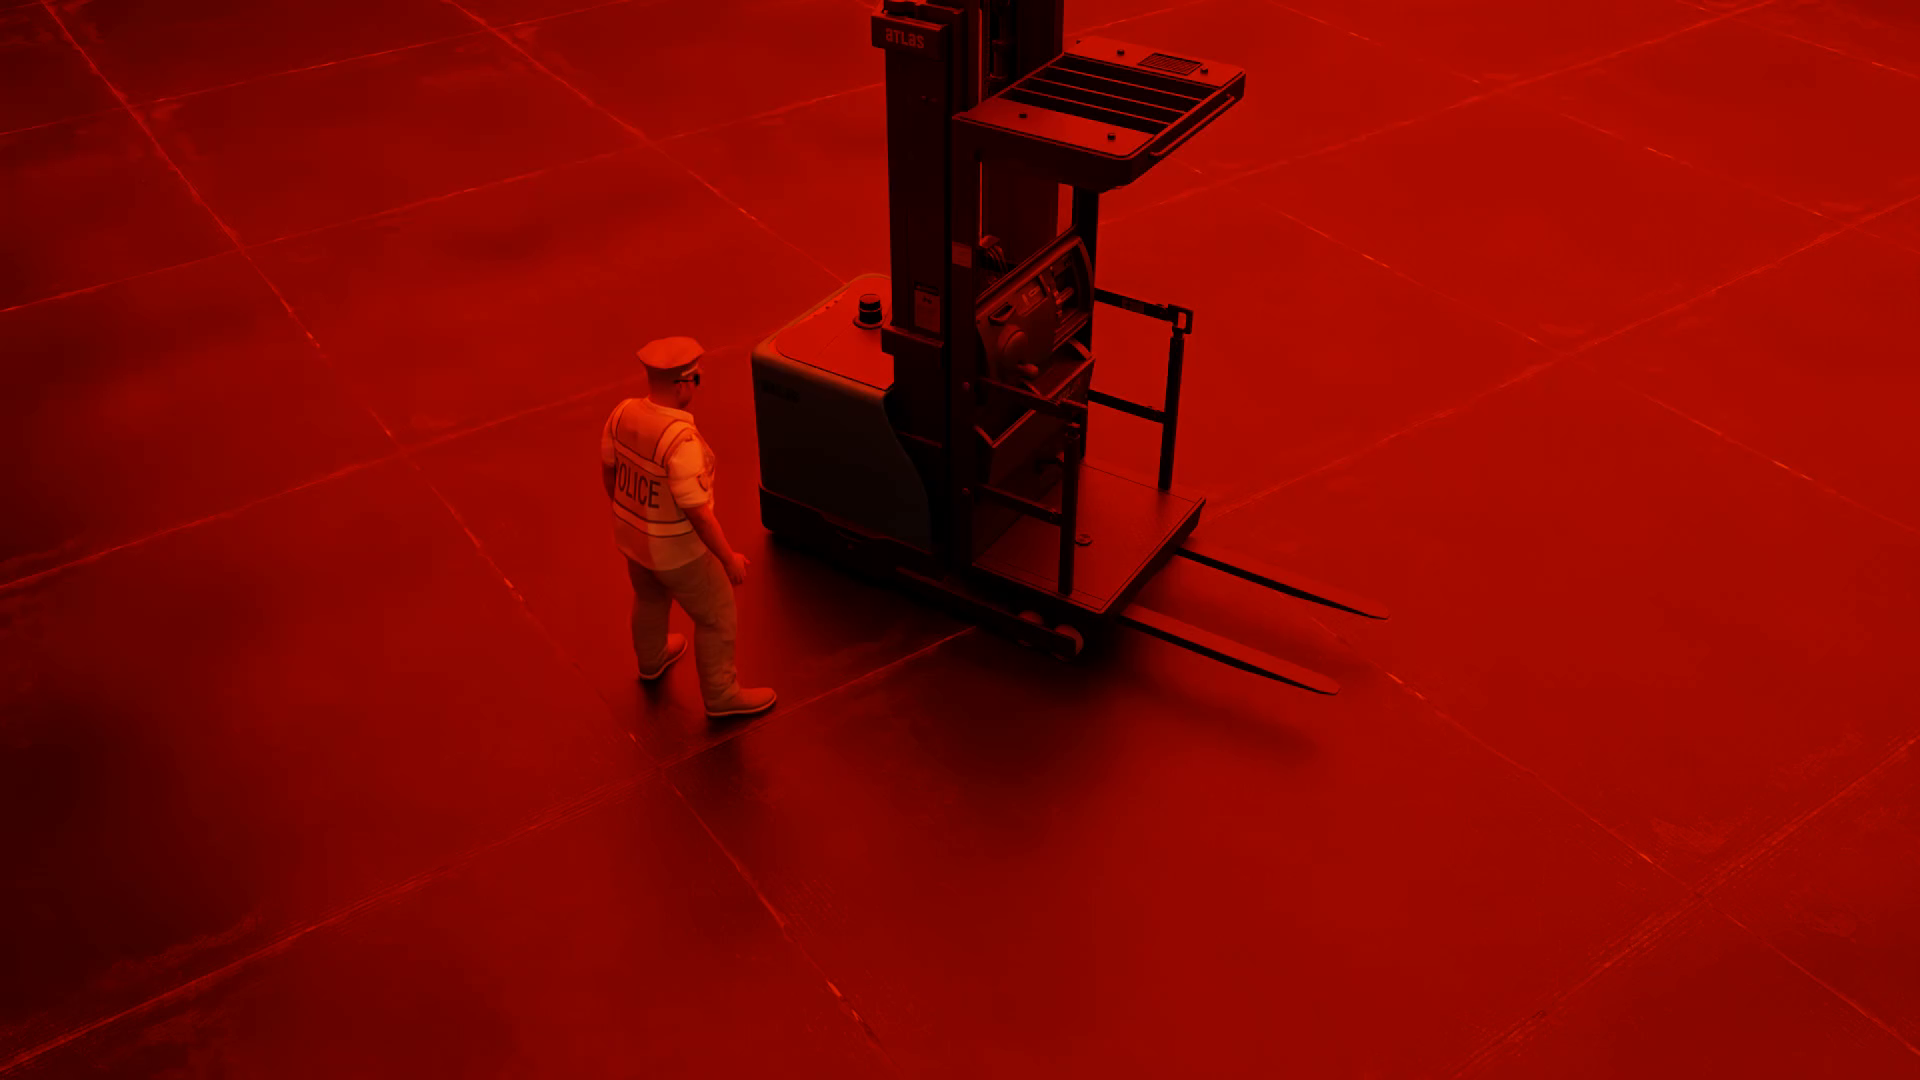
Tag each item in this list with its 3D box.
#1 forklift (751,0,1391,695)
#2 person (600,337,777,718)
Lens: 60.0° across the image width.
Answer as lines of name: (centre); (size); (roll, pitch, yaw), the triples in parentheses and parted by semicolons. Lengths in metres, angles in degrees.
forklift: (0.514, -0.985, 7.276); (3.031, 2.935, 1.130); (21, 41, 26)
person: (-1.198, -0.018, 6.970); (0.717, 1.754, 0.456); (29, 45, 33)
